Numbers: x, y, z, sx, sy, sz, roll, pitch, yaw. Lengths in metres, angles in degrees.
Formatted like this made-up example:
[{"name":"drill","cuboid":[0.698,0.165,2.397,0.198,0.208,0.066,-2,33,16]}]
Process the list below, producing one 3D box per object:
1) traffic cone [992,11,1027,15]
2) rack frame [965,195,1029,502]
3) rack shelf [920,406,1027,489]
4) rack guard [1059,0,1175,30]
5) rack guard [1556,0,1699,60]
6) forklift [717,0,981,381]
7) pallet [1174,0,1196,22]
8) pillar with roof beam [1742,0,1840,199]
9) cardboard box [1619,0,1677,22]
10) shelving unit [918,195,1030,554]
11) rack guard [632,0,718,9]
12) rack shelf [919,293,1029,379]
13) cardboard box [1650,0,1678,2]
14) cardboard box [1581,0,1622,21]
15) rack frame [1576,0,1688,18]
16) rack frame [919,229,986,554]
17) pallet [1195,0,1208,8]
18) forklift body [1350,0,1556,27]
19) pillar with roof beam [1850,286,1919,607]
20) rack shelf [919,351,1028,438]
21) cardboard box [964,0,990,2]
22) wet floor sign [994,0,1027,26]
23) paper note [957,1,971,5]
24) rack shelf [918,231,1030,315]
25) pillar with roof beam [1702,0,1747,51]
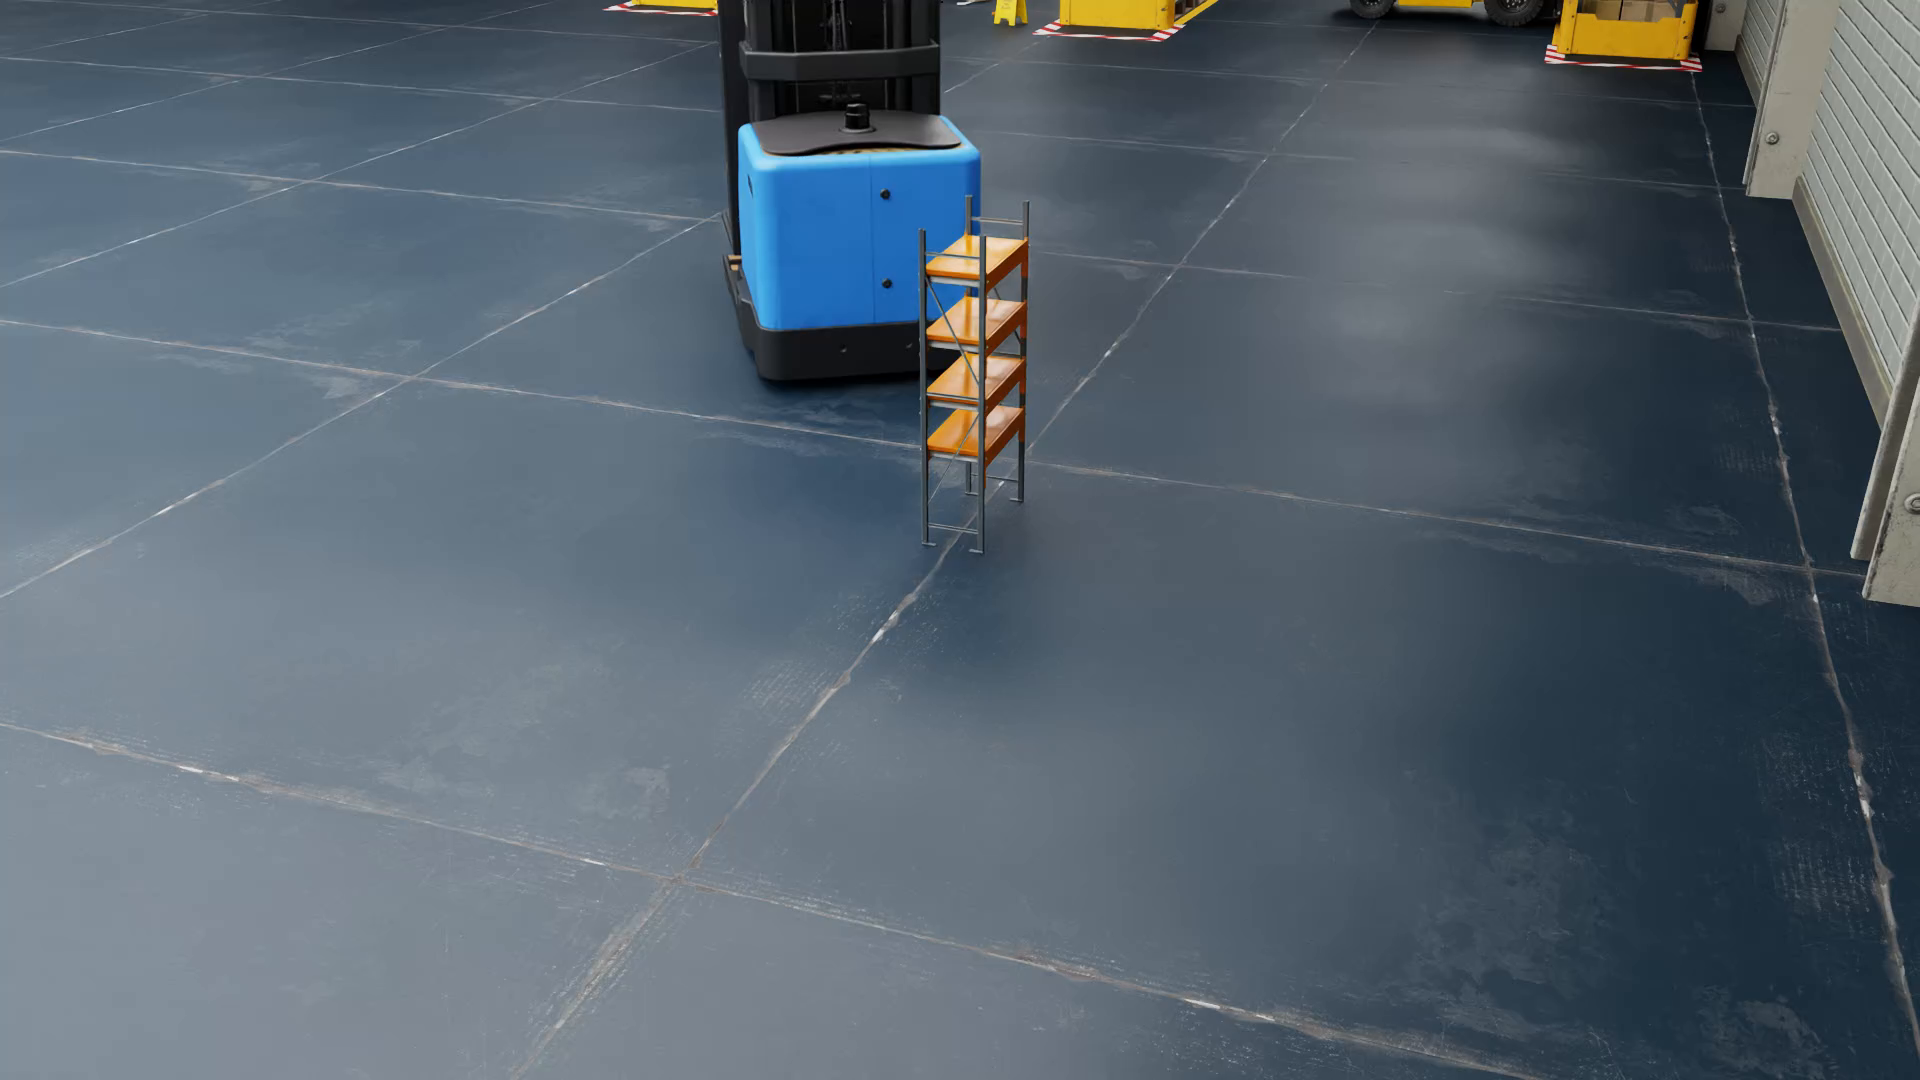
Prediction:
[{"name":"traffic cone","cuboid":[0.533,-5.919,17.943,0.336,0.463,0.334,9,27,17]},{"name":"rack frame","cuboid":[0.136,-0.708,6.336,0.240,1.200,0.015,9,27,17]},{"name":"rack shelf","cuboid":[0.055,-0.369,6.245,0.258,0.148,0.480,9,27,17]},{"name":"rack guard","cuboid":[1.632,-5.603,17.248,1.175,0.500,0.348,9,27,17]},{"name":"rack guard","cuboid":[6.280,-4.843,15.680,1.175,0.500,0.348,9,27,17]},{"name":"forklift","cuboid":[-0.691,-2.665,8.390,1.130,2.935,3.031,-5,26,-10]},{"name":"pallet","cuboid":[1.935,-5.801,17.990,1.003,0.211,1.213,9,27,17]},{"name":"pillar with roof beam","cuboid":[1.314,-6.992,10.366,9.100,9.000,0.400,9,27,17]},{"name":"cardboard box","cuboid":[6.636,-5.103,16.021,0.500,0.250,0.500,9,27,18]},{"name":"shelving unit","cuboid":[0.055,-0.608,6.129,0.258,1.200,0.503,9,27,17]},{"name":"rack guard","cuboid":[-3.103,-6.238,18.560,1.175,0.500,0.348,9,27,17]},{"name":"rack shelf","cuboid":[0.055,-0.749,6.061,0.258,0.148,0.480,9,27,17]},{"name":"cardboard box","cuboid":[6.641,-5.318,15.891,0.500,0.250,0.500,9,27,18]},{"name":"cardboard box","cuboid":[6.147,-5.169,16.156,0.500,0.250,0.500,9,27,18]},{"name":"rack frame","cuboid":[6.288,-5.978,15.155,1.000,3.000,0.127,9,27,17]},{"name":"rack frame","cuboid":[-0.026,-0.508,5.922,0.240,1.200,0.015,9,27,17]},{"name":"pallet","cuboid":[2.343,-6.301,19.022,1.003,0.211,1.213,9,27,17]},{"name":"forklift body","cuboid":[5.199,-6.640,17.496,2.313,2.155,1.214,9,27,17]},{"name":"pillar with roof beam","cuboid":[-0.683,-4.527,5.273,9.100,9.000,0.400,9,27,17]},{"name":"rack shelf","cuboid":[0.055,-0.548,6.158,0.258,0.148,0.480,9,27,17]},{"name":"cardboard box","cuboid":[0.137,-6.245,18.977,0.250,0.149,0.380,-20,33,-36]},{"name":"wet floor sign","cuboid":[0.534,-5.714,17.311,0.267,0.644,0.232,20,32,35]},{"name":"paper note","cuboid":[0.044,-6.037,18.684,0.148,0.019,0.142,0,26,-1]},{"name":"rack shelf","cuboid":[0.055,-0.962,5.958,0.258,0.148,0.480,9,27,17]},{"name":"pillar with roof beam","cuboid":[3.310,-9.458,15.458,9.100,9.000,0.400,9,27,17]}]
